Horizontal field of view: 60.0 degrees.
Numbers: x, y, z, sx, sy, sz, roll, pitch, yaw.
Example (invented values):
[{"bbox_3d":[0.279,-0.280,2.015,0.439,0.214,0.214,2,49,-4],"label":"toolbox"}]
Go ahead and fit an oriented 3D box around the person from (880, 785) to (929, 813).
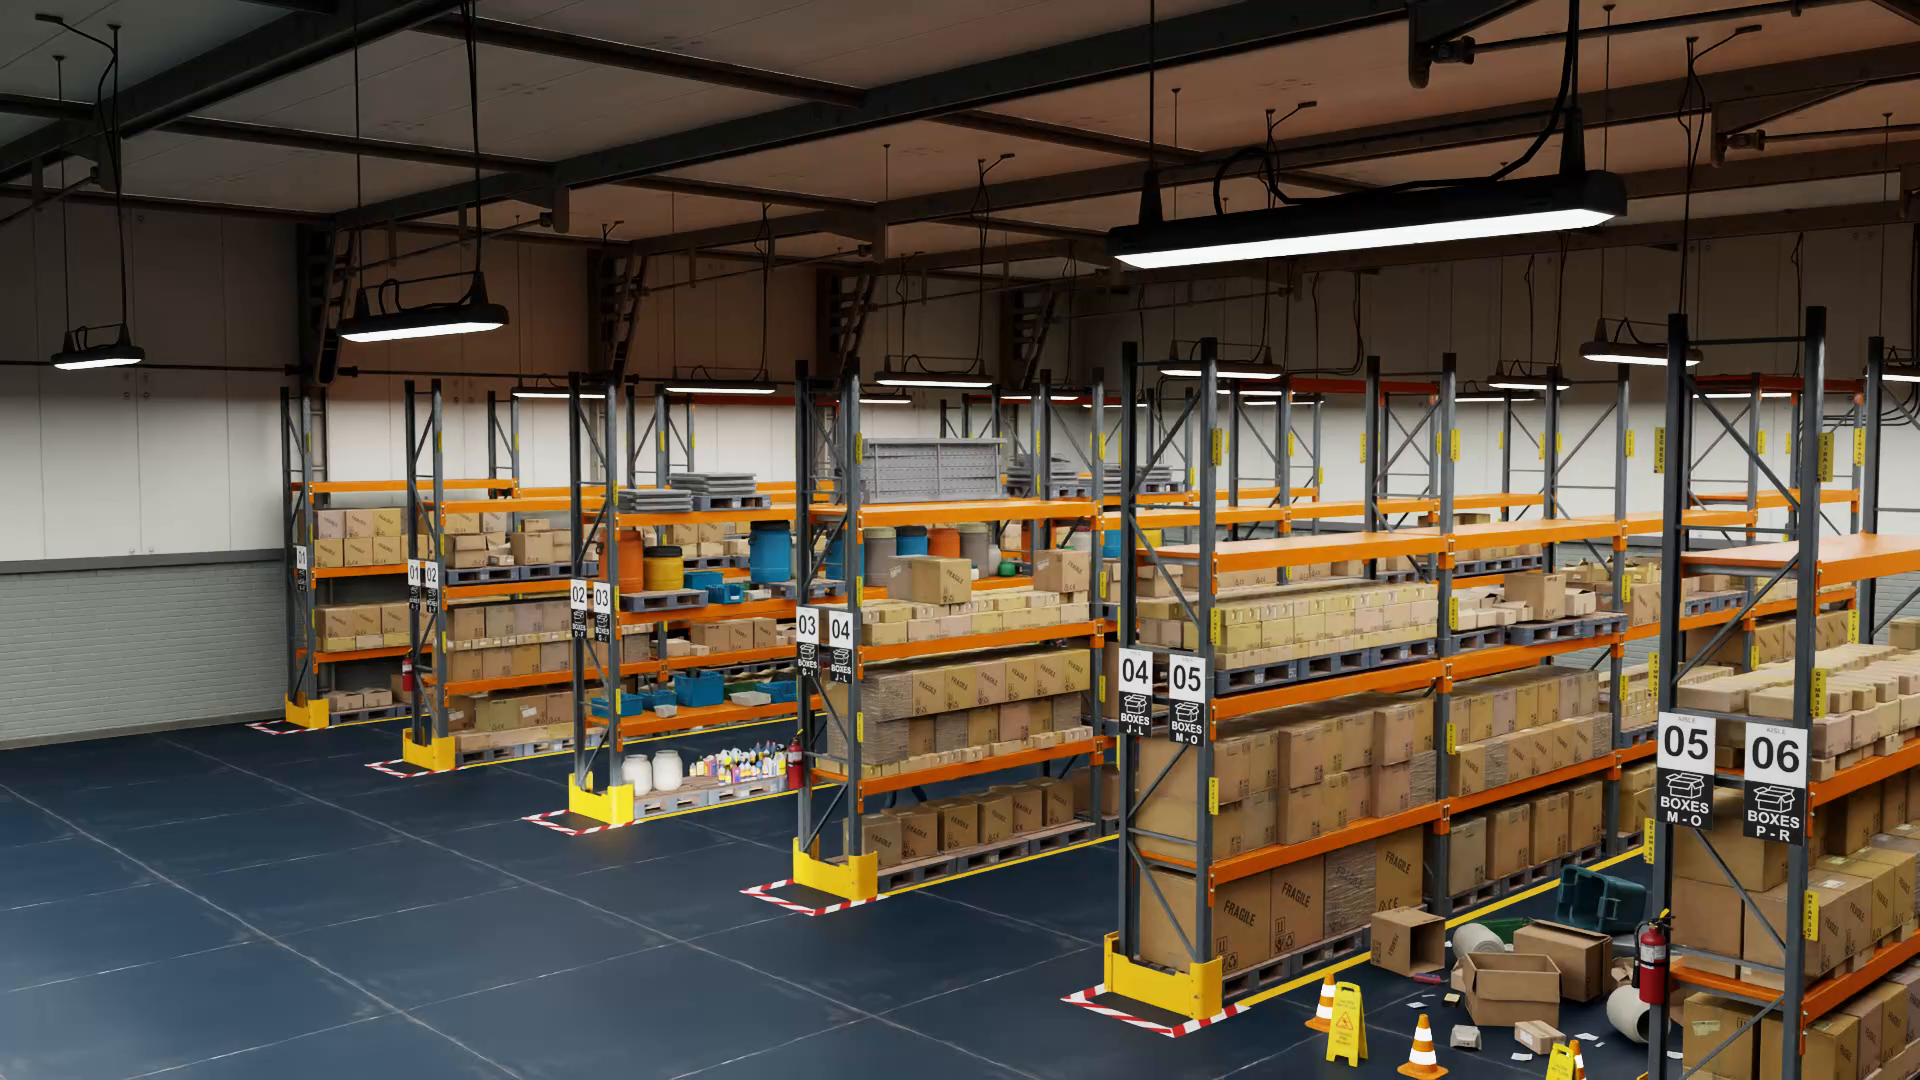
[{"bbox_3d":[-0.768,2.972,21.869,0.896,1.546,0.432,-2,4,-31],"label":"person"}]
